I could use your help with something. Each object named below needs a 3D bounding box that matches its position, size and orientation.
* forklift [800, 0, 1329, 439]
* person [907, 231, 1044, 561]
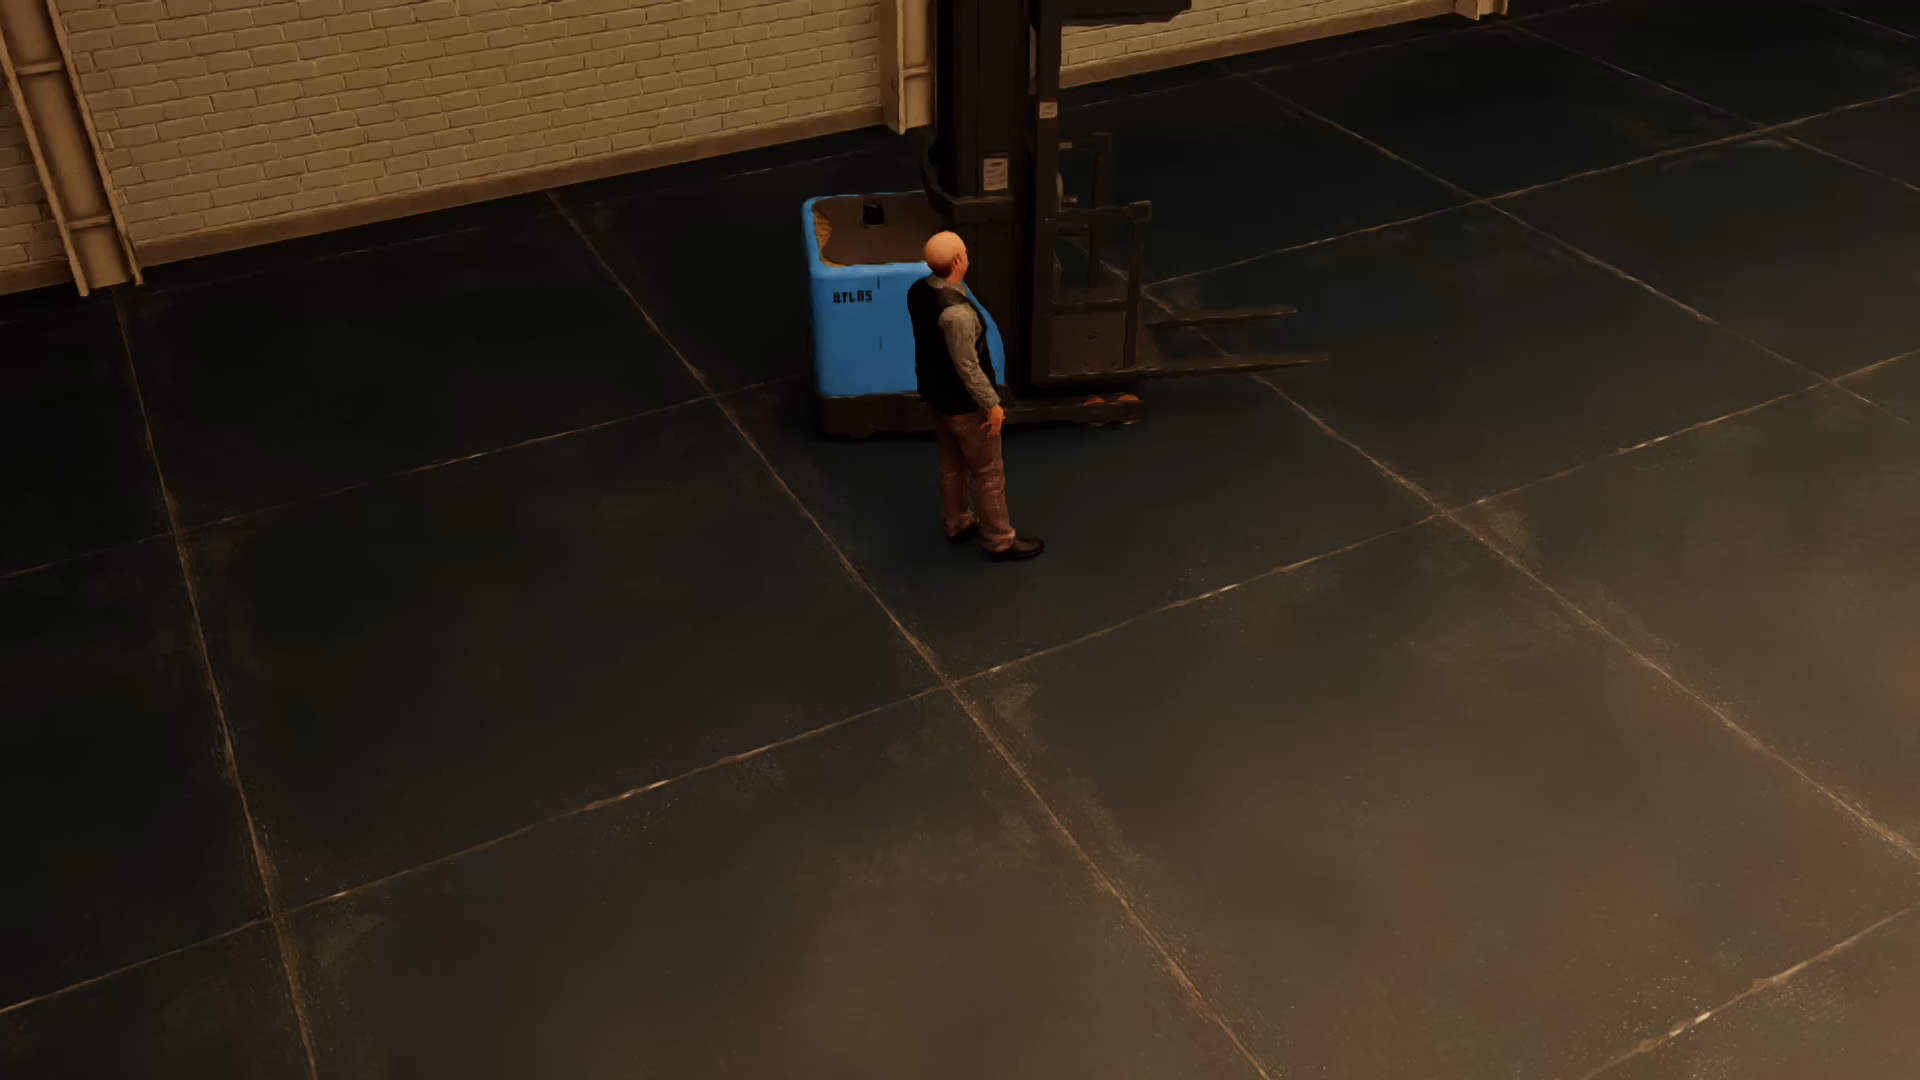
[{"bbox_3d":[0.626,-2.150,9.164,3.031,2.935,1.130,-5,36,-7],"label":"forklift"},{"bbox_3d":[0.059,-0.721,8.179,0.567,1.720,0.632,-17,39,-23],"label":"person"}]
